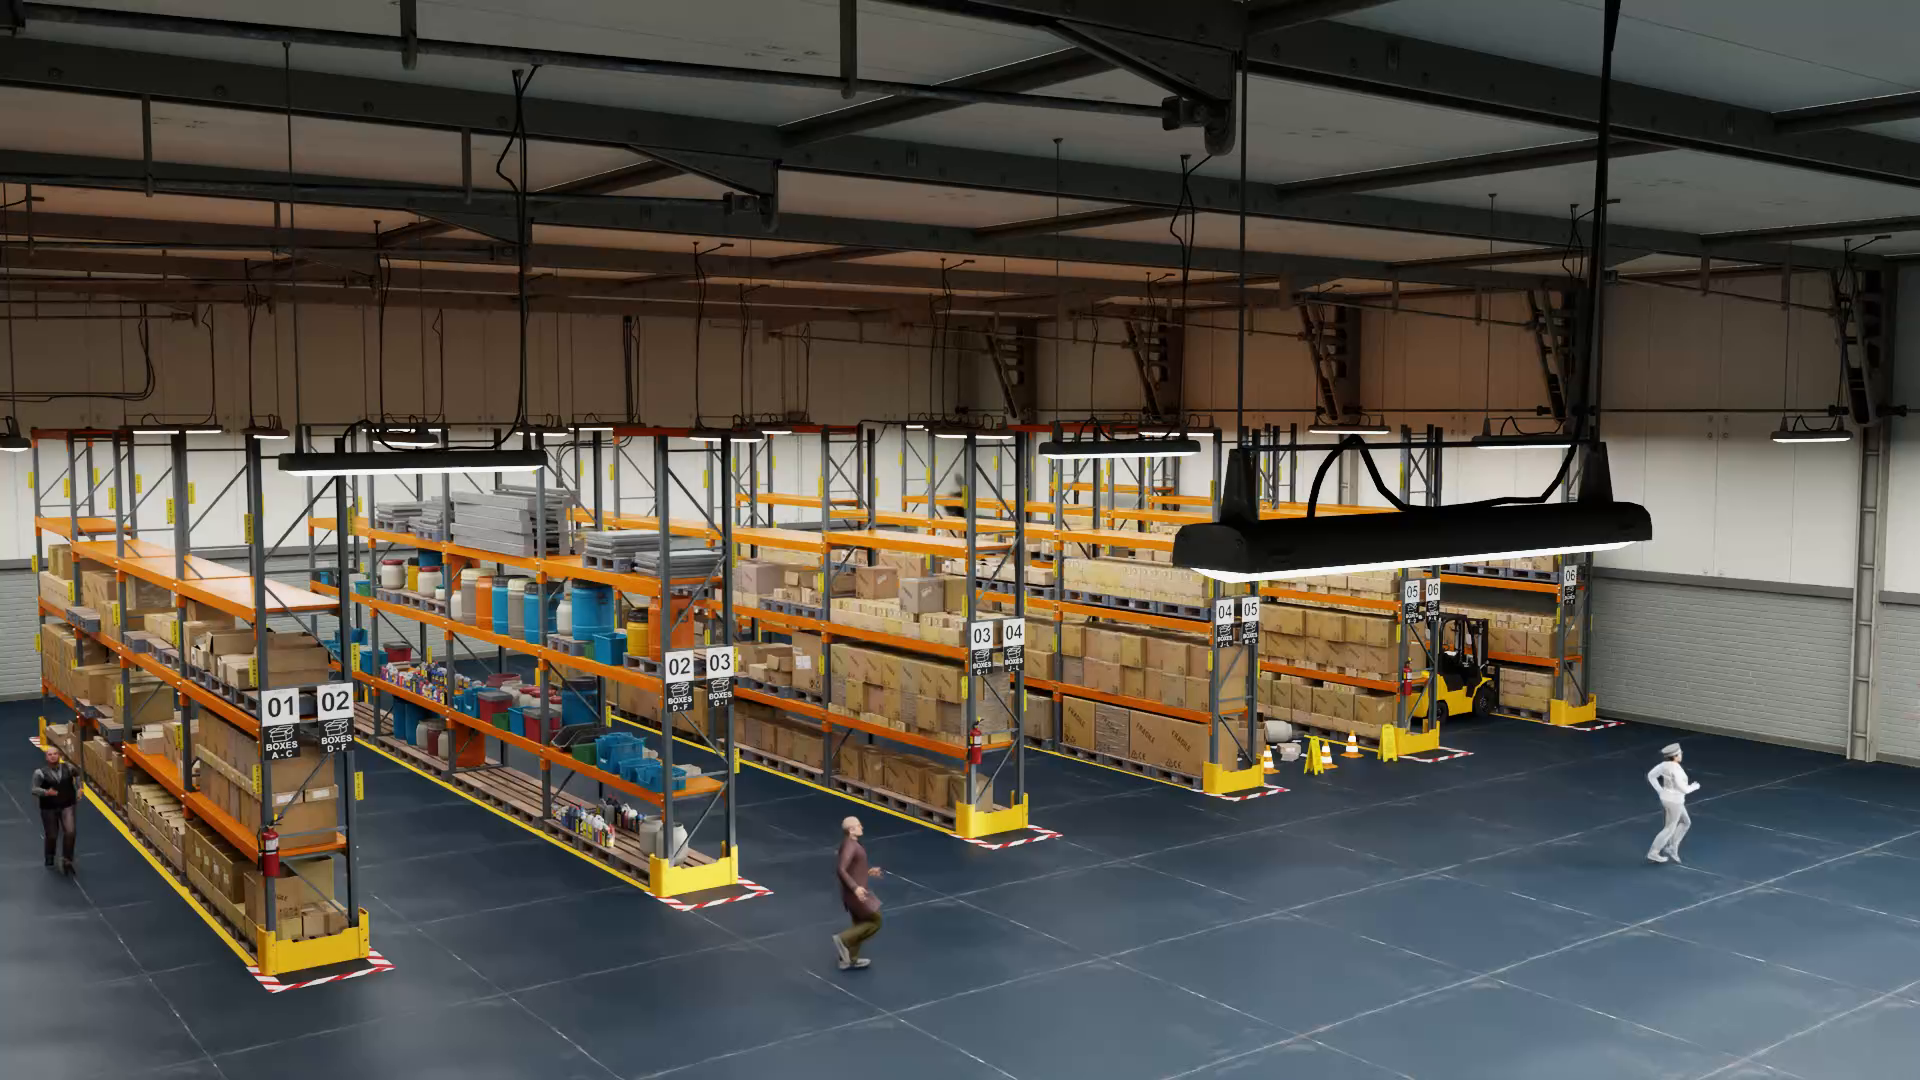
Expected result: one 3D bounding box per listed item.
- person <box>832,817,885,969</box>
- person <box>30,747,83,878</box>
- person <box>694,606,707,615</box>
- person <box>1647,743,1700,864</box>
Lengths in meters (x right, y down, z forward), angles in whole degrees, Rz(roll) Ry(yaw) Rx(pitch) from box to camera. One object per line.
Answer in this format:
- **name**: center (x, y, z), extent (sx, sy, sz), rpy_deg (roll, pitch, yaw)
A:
- **person**: center (-1.137, 3.987, 18.835), extent (0.598, 1.731, 0.714), rpy_deg (-1, 5, -11)
- **person**: center (-12.336, 3.704, 22.751), extent (0.661, 1.757, 0.822), rpy_deg (-3, 5, -35)
- **person**: center (-6.294, 2.308, 39.976), extent (0.701, 1.741, 0.683), rpy_deg (0, 5, 6)
- **person**: center (9.915, 3.674, 23.122), extent (0.703, 1.725, 0.579), rpy_deg (0, 4, 4)
